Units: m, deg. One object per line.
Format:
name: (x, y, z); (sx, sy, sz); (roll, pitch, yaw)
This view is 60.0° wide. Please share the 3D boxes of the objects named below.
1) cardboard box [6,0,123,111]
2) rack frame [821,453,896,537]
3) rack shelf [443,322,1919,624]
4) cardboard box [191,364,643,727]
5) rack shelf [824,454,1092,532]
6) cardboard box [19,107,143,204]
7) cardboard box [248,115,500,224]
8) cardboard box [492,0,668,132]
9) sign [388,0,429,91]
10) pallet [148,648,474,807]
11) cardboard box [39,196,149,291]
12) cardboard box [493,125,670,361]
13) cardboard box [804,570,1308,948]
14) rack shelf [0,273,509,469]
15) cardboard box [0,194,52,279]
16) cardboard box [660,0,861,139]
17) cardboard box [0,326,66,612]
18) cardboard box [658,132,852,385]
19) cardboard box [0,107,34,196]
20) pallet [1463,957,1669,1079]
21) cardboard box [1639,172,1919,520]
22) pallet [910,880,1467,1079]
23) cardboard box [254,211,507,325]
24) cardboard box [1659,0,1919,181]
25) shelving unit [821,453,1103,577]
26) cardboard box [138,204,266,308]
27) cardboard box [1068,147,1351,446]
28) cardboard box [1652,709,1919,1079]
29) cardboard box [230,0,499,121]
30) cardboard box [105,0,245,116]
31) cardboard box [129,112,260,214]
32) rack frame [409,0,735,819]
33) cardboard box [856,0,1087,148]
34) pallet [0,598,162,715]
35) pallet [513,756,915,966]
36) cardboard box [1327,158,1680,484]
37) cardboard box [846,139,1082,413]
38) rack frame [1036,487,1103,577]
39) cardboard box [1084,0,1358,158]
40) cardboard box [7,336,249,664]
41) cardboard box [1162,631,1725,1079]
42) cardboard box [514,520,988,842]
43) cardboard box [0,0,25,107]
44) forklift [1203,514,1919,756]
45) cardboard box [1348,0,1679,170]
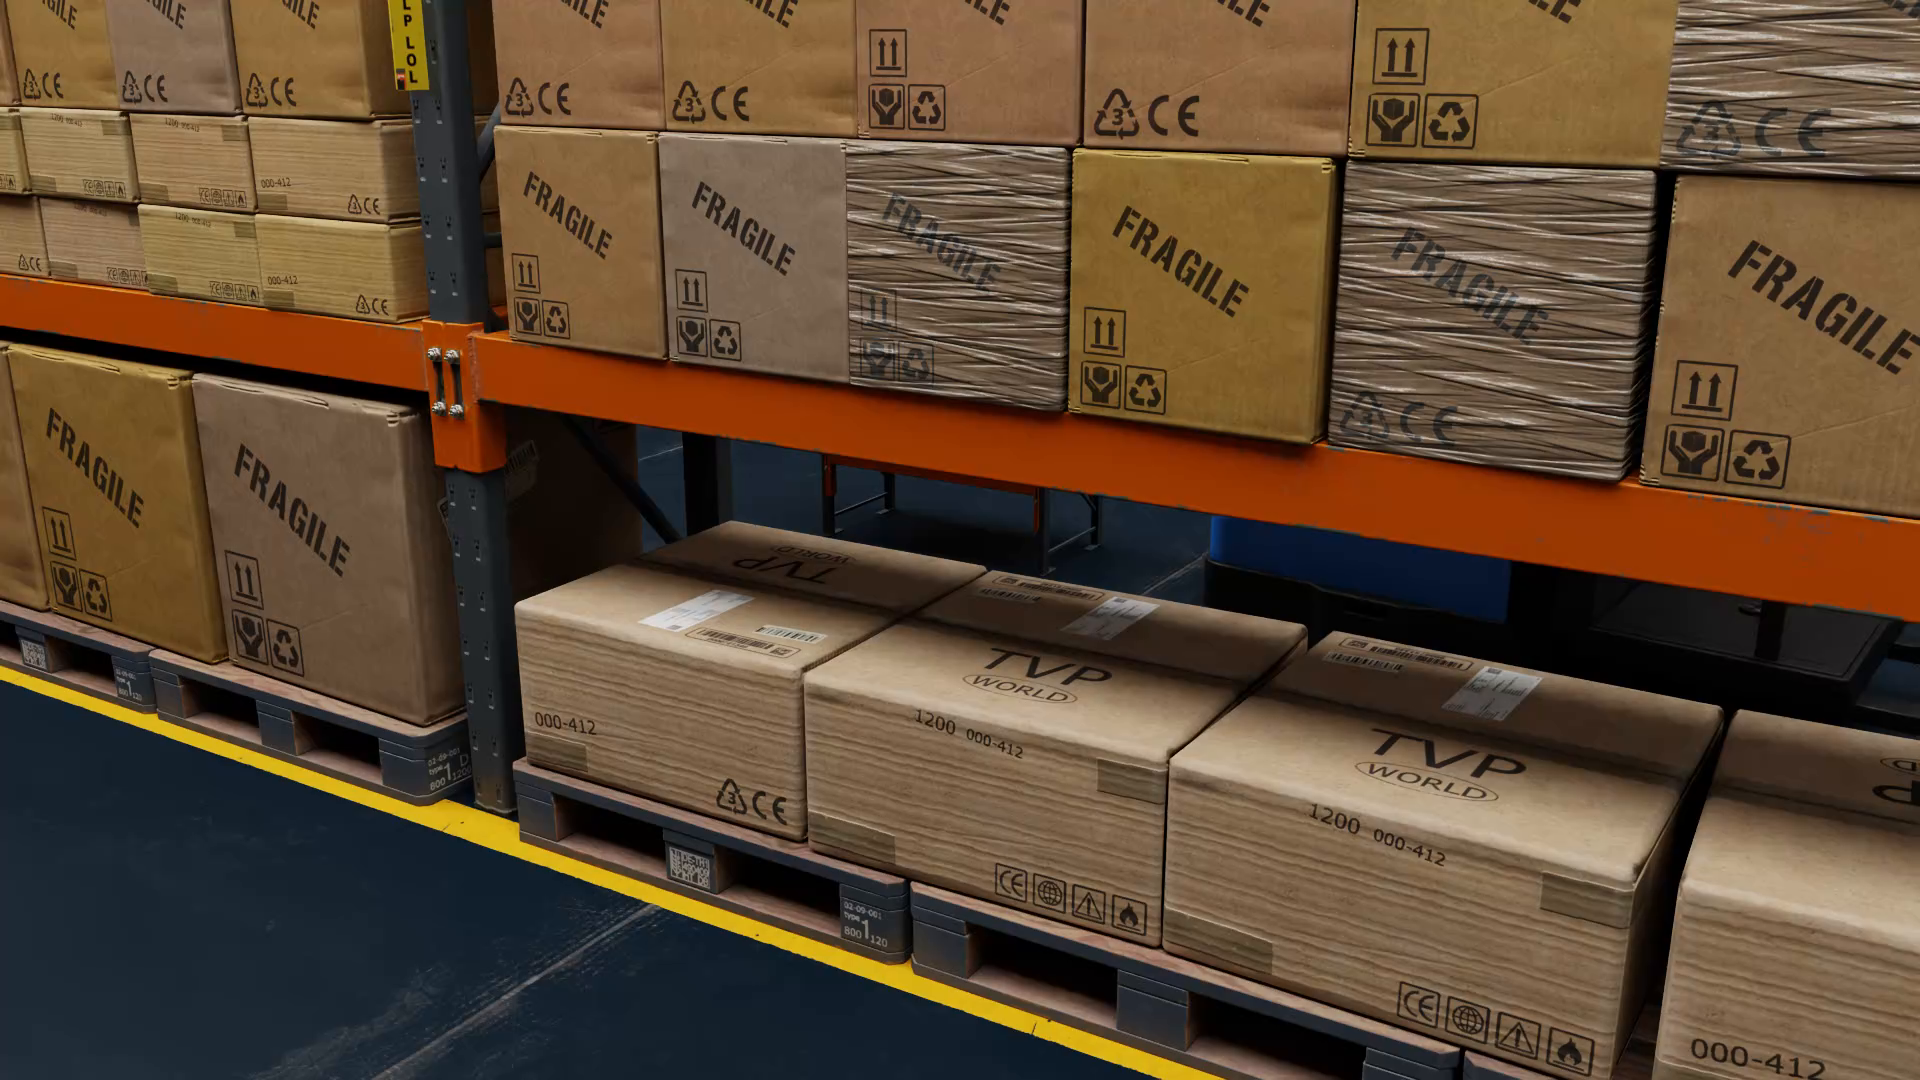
cardboard box: (-2.377, -1.516, 4.820); (0.500, 0.500, 0.500); (11, 20, 32)
rack frame: (-0.427, -0.615, 6.969); (0.032, 1.125, 0.500); (10, 20, 30)
rack shelf: (0.706, -0.177, 3.541); (4.000, 0.370, 1.077); (10, 20, 30)
cardboard box: (-1.568, -0.084, 4.931); (0.875, 0.875, 0.875); (11, 20, 32)
rack shelf: (0.006, -0.303, 6.785); (1.000, 0.278, 0.538); (10, 20, 30)
cardboard box: (-2.375, -1.151, 4.908); (0.500, 0.250, 0.500); (11, 20, 31)
cardboard box: (-1.501, -1.000, 4.410); (0.500, 0.250, 0.500); (10, 20, 30)
cardboard box: (-0.719, -1.219, 3.842); (0.500, 0.500, 0.500); (10, 20, 30)
sign: (-1.274, -1.206, 3.834); (0.005, 0.325, 0.100); (10, 20, 30)
pallet: (-1.695, 0.410, 5.168); (1.213, 0.211, 1.003); (10, 20, 30)
cardboard box: (-2.366, -0.919, 5.003); (0.500, 0.250, 0.500); (10, 19, 29)
cardboard box: (-0.735, -0.737, 3.975); (0.500, 0.500, 0.500); (11, 20, 32)
cardboard box: (0.244, 0.458, 3.900); (0.875, 0.438, 0.875); (9, 19, 28)
rack shelf: (-2.702, -0.786, 5.544); (4.000, 0.370, 1.077); (10, 20, 30)
cardboard box: (-2.808, -0.996, 5.258); (0.500, 0.250, 0.500); (10, 20, 30)
cardboard box: (-0.292, -1.141, 3.584); (0.500, 0.500, 0.500); (10, 19, 29)
cardboard box: (-3.104, -0.356, 5.825); (0.875, 0.875, 0.875); (10, 20, 31)
cardboard box: (-0.309, -0.660, 3.720); (0.500, 0.500, 0.500); (10, 20, 30)
cardboard box: (-2.821, -1.225, 5.151); (0.500, 0.250, 0.500); (11, 20, 31)
pallet: (1.688, 1.015, 3.177); (1.213, 0.211, 1.003); (10, 20, 30)
cardboard box: (1.441, -0.353, 2.710); (0.500, 0.500, 0.500); (10, 19, 29)
pallet: (0.653, 0.829, 3.789); (1.213, 0.211, 1.003); (10, 20, 30)
cardboard box: (-1.512, -0.760, 4.479); (0.500, 0.250, 0.500); (10, 19, 29)
cardboard box: (1.414, -0.830, 2.560); (0.500, 0.500, 0.500); (10, 20, 30)
shelving unit: (0.006, -0.537, 6.714); (1.048, 1.125, 0.538); (10, 20, 30)
cardboard box: (-1.946, -0.837, 4.735); (0.500, 0.250, 0.500); (10, 19, 29)
cardboard box: (0.551, -0.504, 3.207); (0.500, 0.500, 0.500); (11, 20, 32)
cardboard box: (1.796, 0.732, 2.995); (0.875, 0.438, 0.875); (9, 19, 28)
cardboard box: (-1.510, -1.358, 4.297); (0.500, 0.500, 0.500); (11, 20, 32)
cardboard box: (-1.955, -1.434, 4.550); (0.500, 0.500, 0.500); (11, 20, 31)
cardboard box: (-1.931, -1.074, 4.654); (0.500, 0.250, 0.500); (11, 20, 31)
rack frame: (-0.998, -0.826, 4.438); (0.127, 3.000, 1.000); (10, 20, 30)
cardboard box: (0.139, -1.060, 3.318); (0.500, 0.500, 0.500); (11, 20, 31)
pallet: (-2.739, 0.225, 5.778); (1.213, 0.211, 1.003); (10, 20, 30)
pallet: (-0.391, 0.644, 4.399); (1.213, 0.211, 1.003); (10, 20, 30)
cardboard box: (0.998, -0.429, 2.959); (0.500, 0.500, 0.500); (11, 20, 32)
cardboard box: (0.112, -0.582, 3.465); (0.500, 0.500, 0.500); (10, 20, 30)
rack frame: (0.439, -0.460, 6.460); (0.032, 1.125, 0.500); (10, 20, 30)
cardboard box: (0.567, -0.983, 3.064); (0.500, 0.500, 0.500); (10, 20, 30)
cardboard box: (-2.342, -0.220, 5.377); (0.875, 0.875, 0.875); (11, 20, 32)
cardboard box: (1.011, 0.595, 3.447); (0.875, 0.438, 0.875); (11, 20, 32)
cardboard box: (-0.519, 0.322, 4.347); (0.875, 0.438, 0.875); (10, 19, 29)
cardboard box: (-2.826, -1.591, 5.067); (0.500, 0.500, 0.500); (10, 20, 31)
forklift: (2.307, -0.893, 4.779); (3.031, 2.935, 1.130); (13, 21, 36)
cardboard box: (0.995, -0.906, 2.810); (0.500, 0.500, 0.500); (10, 20, 30)
